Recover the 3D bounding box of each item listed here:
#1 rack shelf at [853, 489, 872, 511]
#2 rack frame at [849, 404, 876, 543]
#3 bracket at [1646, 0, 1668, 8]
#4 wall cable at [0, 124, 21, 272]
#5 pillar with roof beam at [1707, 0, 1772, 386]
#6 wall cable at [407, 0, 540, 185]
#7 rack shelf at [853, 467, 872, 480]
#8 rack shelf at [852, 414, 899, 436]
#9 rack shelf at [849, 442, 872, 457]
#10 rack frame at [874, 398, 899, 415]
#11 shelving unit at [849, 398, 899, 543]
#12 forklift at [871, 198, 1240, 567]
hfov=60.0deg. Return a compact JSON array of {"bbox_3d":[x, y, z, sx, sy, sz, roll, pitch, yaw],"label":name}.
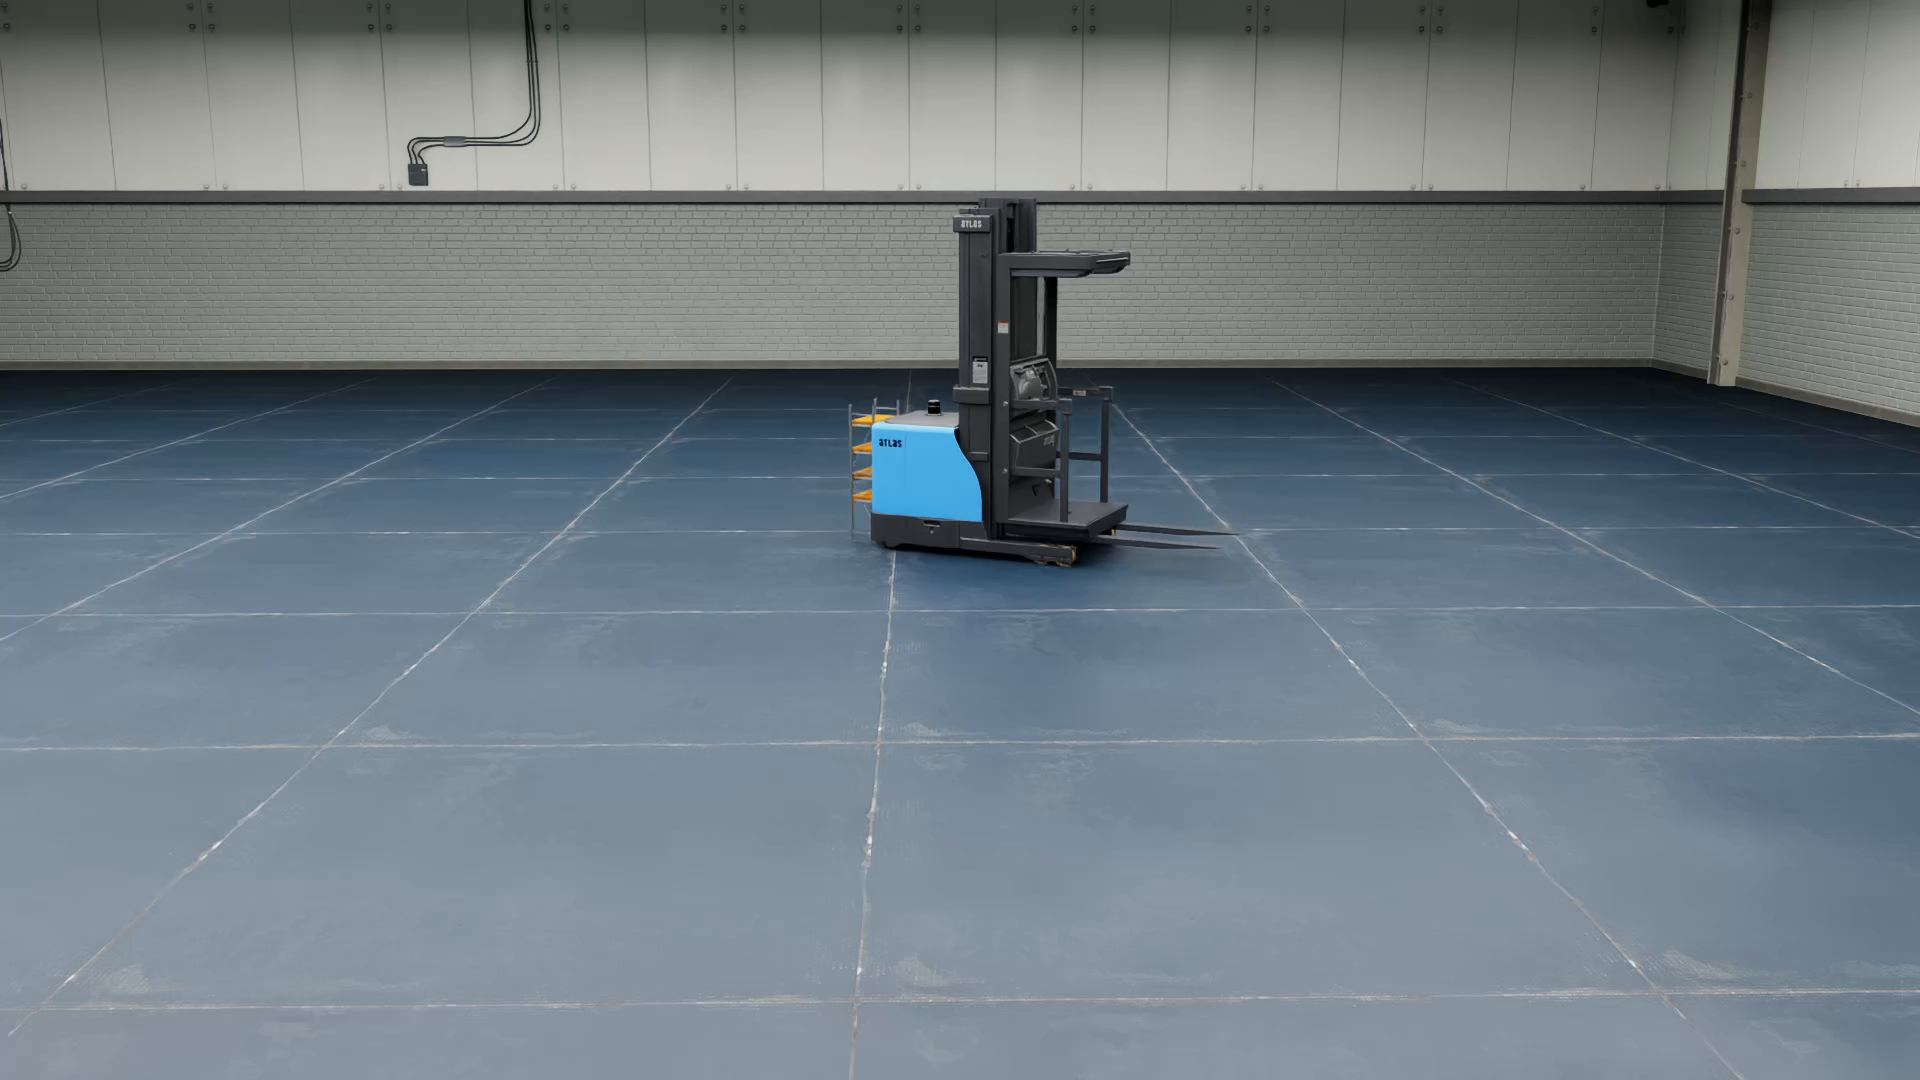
[{"bbox_3d":[-0.743,-0.353,14.618,0.258,0.148,0.480,5,12,23],"label":"rack shelf"},{"bbox_3d":[-0.840,-0.569,14.345,0.240,1.200,0.015,5,12,23],"label":"rack frame"},{"bbox_3d":[11.953,-9.249,28.460,0.235,0.232,0.430,0,11,-1],"label":"bracket"},{"bbox_3d":[-17.866,-5.872,28.681,3.097,2.526,0.112,0,11,-1],"label":"wall cable"},{"bbox_3d":[8.062,-6.915,26.010,9.100,9.000,0.400,0,11,-1],"label":"pillar with roof beam"},{"bbox_3d":[-8.375,-9.097,28.211,2.305,6.003,0.169,0,11,-1],"label":"wall cable"},{"bbox_3d":[-0.743,-0.547,14.578,0.258,0.148,0.480,5,12,23],"label":"rack shelf"},{"bbox_3d":[-0.743,-0.999,14.487,0.258,0.148,0.480,5,12,23],"label":"rack shelf"},{"bbox_3d":[-0.743,-0.767,14.534,0.258,0.148,0.480,5,12,23],"label":"rack shelf"},{"bbox_3d":[-0.646,-0.658,14.784,0.240,1.200,0.015,5,12,23],"label":"rack frame"},{"bbox_3d":[-0.743,-0.613,14.565,0.258,1.200,0.503,5,12,23],"label":"shelving unit"},{"bbox_3d":[0.799,-1.339,13.789,3.031,2.935,1.130,5,13,23],"label":"forklift"}]
